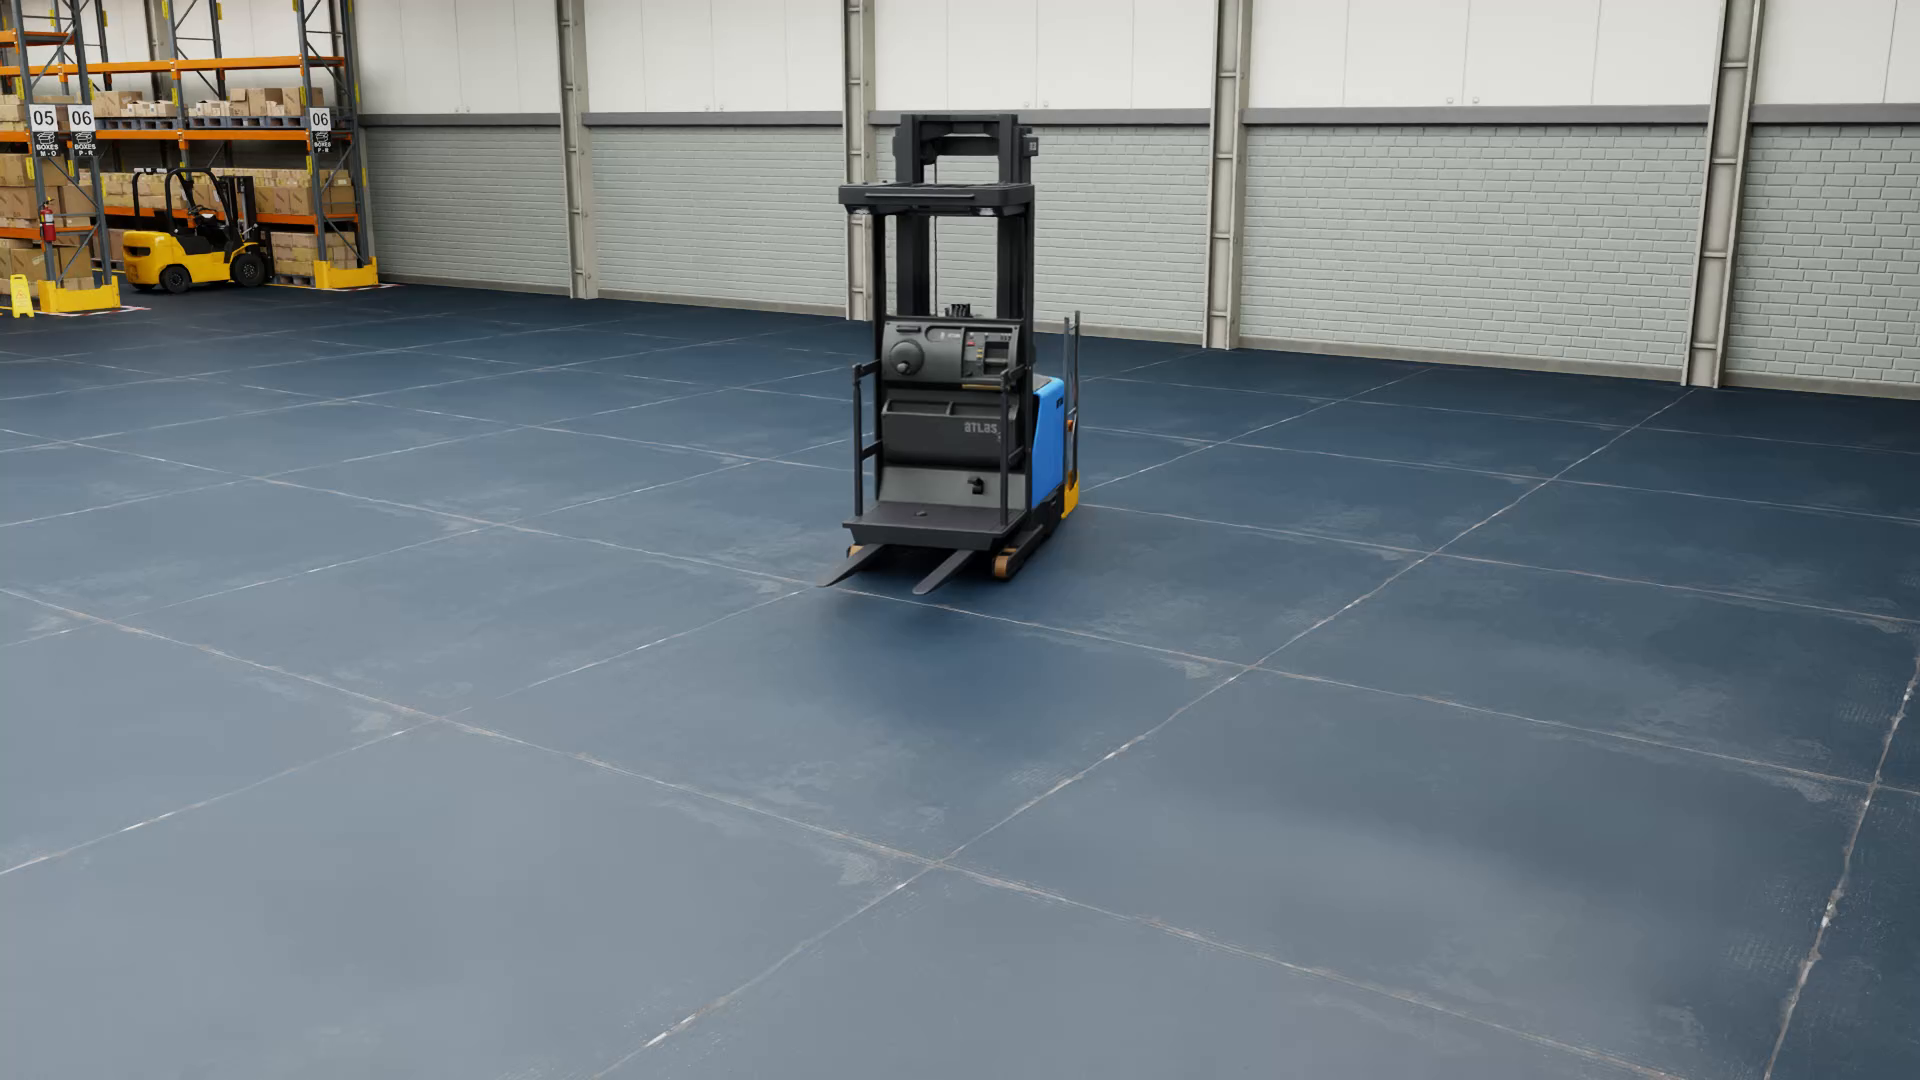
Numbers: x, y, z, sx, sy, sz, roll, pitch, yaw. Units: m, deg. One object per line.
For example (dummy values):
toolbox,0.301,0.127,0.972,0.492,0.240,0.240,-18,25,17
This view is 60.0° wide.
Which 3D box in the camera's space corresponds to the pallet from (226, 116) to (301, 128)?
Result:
pallet,-12.969,-7.845,31.214,1.213,0.211,1.003,9,17,33

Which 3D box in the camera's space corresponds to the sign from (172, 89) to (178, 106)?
sign,-14.994,-8.455,31.764,0.005,0.325,0.100,9,17,33

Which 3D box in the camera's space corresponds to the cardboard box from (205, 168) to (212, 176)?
cardboard box,-14.323,-7.097,32.074,0.250,0.149,0.380,9,17,34

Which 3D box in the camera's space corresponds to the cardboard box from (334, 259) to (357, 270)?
cardboard box,-11.679,-5.143,31.203,0.500,0.250,0.500,9,17,33

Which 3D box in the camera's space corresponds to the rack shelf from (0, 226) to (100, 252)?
rack shelf,-15.807,-5.097,27.669,4.000,0.370,1.077,9,17,33

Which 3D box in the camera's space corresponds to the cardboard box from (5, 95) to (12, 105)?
cardboard box,-14.786,-6.928,26.190,0.250,0.149,0.380,10,17,34

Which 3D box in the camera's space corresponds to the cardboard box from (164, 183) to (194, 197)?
cardboard box,-15.250,-6.890,32.685,0.500,0.250,0.500,9,16,32

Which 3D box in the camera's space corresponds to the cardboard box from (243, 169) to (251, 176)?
cardboard box,-13.271,-6.924,31.374,0.250,0.149,0.380,9,17,33

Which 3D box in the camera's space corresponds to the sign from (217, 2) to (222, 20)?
sign,-14.370,-10.255,32.248,0.005,0.325,0.100,9,17,33

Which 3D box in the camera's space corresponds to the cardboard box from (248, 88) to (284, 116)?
cardboard box,-12.678,-8.094,30.744,0.500,0.500,0.700,9,17,33

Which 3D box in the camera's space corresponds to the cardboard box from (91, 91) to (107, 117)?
cardboard box,-17.079,-8.805,33.617,0.500,0.500,0.700,9,16,32

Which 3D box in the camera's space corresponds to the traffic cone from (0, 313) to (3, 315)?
traffic cone,-15.224,-3.747,25.998,0.334,0.463,0.336,9,17,33

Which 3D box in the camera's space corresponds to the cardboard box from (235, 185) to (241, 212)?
cardboard box,-13.615,-6.508,31.662,0.500,0.500,0.500,9,17,32

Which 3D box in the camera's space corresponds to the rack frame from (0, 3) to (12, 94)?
rack frame,-21.338,-10.690,36.280,0.127,3.000,1.000,9,17,33

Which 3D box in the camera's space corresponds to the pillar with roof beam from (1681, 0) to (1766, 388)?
pillar with roof beam,6.057,-5.277,14.412,0.400,9.000,9.100,9,17,33

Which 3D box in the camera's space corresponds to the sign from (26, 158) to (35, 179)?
sign,-14.474,-5.786,25.886,0.005,0.325,0.100,9,17,33

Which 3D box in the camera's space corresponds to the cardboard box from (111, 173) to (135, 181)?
cardboard box,-17.020,-7.378,33.828,0.250,0.149,0.380,9,17,33

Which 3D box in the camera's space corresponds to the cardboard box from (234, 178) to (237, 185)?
cardboard box,-13.536,-6.796,31.475,0.250,0.149,0.380,9,16,31

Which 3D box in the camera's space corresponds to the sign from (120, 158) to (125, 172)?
sign,-17.712,-7.915,35.143,0.005,0.325,0.100,9,17,33

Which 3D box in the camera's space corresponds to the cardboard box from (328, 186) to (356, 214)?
cardboard box,-11.637,-6.339,30.980,0.500,0.500,0.500,10,17,35

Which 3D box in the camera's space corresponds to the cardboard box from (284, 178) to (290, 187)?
cardboard box,-12.234,-6.598,30.676,0.250,0.149,0.380,10,17,34

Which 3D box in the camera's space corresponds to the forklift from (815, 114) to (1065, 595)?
forklift,-0.120,-1.265,10.833,1.130,2.935,3.031,4,14,15

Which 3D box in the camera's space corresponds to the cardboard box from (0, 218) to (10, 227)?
cardboard box,-15.281,-5.143,26.879,0.250,0.149,0.380,10,17,34

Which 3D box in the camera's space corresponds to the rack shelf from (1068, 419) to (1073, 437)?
rack shelf,0.345,-0.814,12.740,1.000,0.185,0.538,3,14,14

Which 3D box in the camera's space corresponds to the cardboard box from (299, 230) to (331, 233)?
cardboard box,-12.090,-5.692,31.340,0.500,0.250,0.500,9,17,33

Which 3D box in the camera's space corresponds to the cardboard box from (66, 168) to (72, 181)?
cardboard box,-19.476,-7.677,35.506,0.637,0.503,0.797,9,16,32

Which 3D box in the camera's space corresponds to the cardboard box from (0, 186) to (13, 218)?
cardboard box,-15.165,-5.457,26.799,0.500,0.500,0.500,9,17,33

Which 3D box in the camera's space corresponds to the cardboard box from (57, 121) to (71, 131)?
cardboard box,-14.242,-6.622,26.610,0.250,0.149,0.380,9,17,33

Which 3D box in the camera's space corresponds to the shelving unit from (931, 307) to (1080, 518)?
shelving unit,0.336,-0.990,12.699,1.083,1.500,0.587,3,14,14

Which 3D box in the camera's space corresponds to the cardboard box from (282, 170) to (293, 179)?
cardboard box,-12.250,-6.739,30.627,0.250,0.149,0.380,10,17,34

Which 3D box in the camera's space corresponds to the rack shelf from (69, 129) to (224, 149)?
rack shelf,-16.359,-8.080,33.476,4.000,0.370,1.077,9,17,33

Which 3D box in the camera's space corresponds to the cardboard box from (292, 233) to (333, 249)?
cardboard box,-11.937,-5.523,30.658,0.500,0.250,0.500,10,17,35

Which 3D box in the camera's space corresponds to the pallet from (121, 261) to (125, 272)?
pallet,-16.349,-5.606,34.030,1.213,0.211,1.003,9,17,33

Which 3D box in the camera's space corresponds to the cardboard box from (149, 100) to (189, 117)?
cardboard box,-15.436,-8.419,32.450,0.500,0.311,0.500,9,16,31

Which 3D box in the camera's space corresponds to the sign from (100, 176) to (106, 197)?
sign,-13.845,-5.707,26.833,0.005,0.325,0.100,9,17,33

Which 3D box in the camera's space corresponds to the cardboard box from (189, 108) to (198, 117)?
cardboard box,-14.497,-8.171,31.786,0.250,0.149,0.380,10,17,34

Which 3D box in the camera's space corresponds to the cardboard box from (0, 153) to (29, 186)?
cardboard box,-15.109,-5.951,26.713,0.500,0.500,0.700,9,17,33

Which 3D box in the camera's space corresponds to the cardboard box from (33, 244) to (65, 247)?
cardboard box,-15.119,-4.647,27.641,0.500,0.500,0.500,8,16,31

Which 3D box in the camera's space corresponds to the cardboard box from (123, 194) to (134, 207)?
cardboard box,-16.512,-6.854,33.582,0.500,0.250,0.500,10,17,35

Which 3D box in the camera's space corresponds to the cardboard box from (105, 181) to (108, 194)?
cardboard box,-17.372,-7.236,34.082,0.500,0.250,0.500,10,17,35

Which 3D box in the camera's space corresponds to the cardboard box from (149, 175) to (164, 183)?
cardboard box,-15.797,-7.153,32.919,0.250,0.149,0.380,9,16,31

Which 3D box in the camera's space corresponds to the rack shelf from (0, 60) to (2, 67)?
rack shelf,-22.997,-10.607,37.450,4.000,0.370,1.077,9,17,33

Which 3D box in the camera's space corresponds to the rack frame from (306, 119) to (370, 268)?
rack frame,-11.380,-6.169,30.500,0.127,3.000,1.000,9,17,33

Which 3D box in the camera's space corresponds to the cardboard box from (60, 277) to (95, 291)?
cardboard box,-14.663,-4.211,27.439,0.500,0.250,0.500,9,17,32

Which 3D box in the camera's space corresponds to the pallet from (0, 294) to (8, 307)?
pallet,-15.873,-4.115,28.006,1.213,0.211,1.003,9,17,33

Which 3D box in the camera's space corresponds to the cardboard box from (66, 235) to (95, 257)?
cardboard box,-18.490,-6.246,35.139,0.500,0.500,0.500,10,17,34
